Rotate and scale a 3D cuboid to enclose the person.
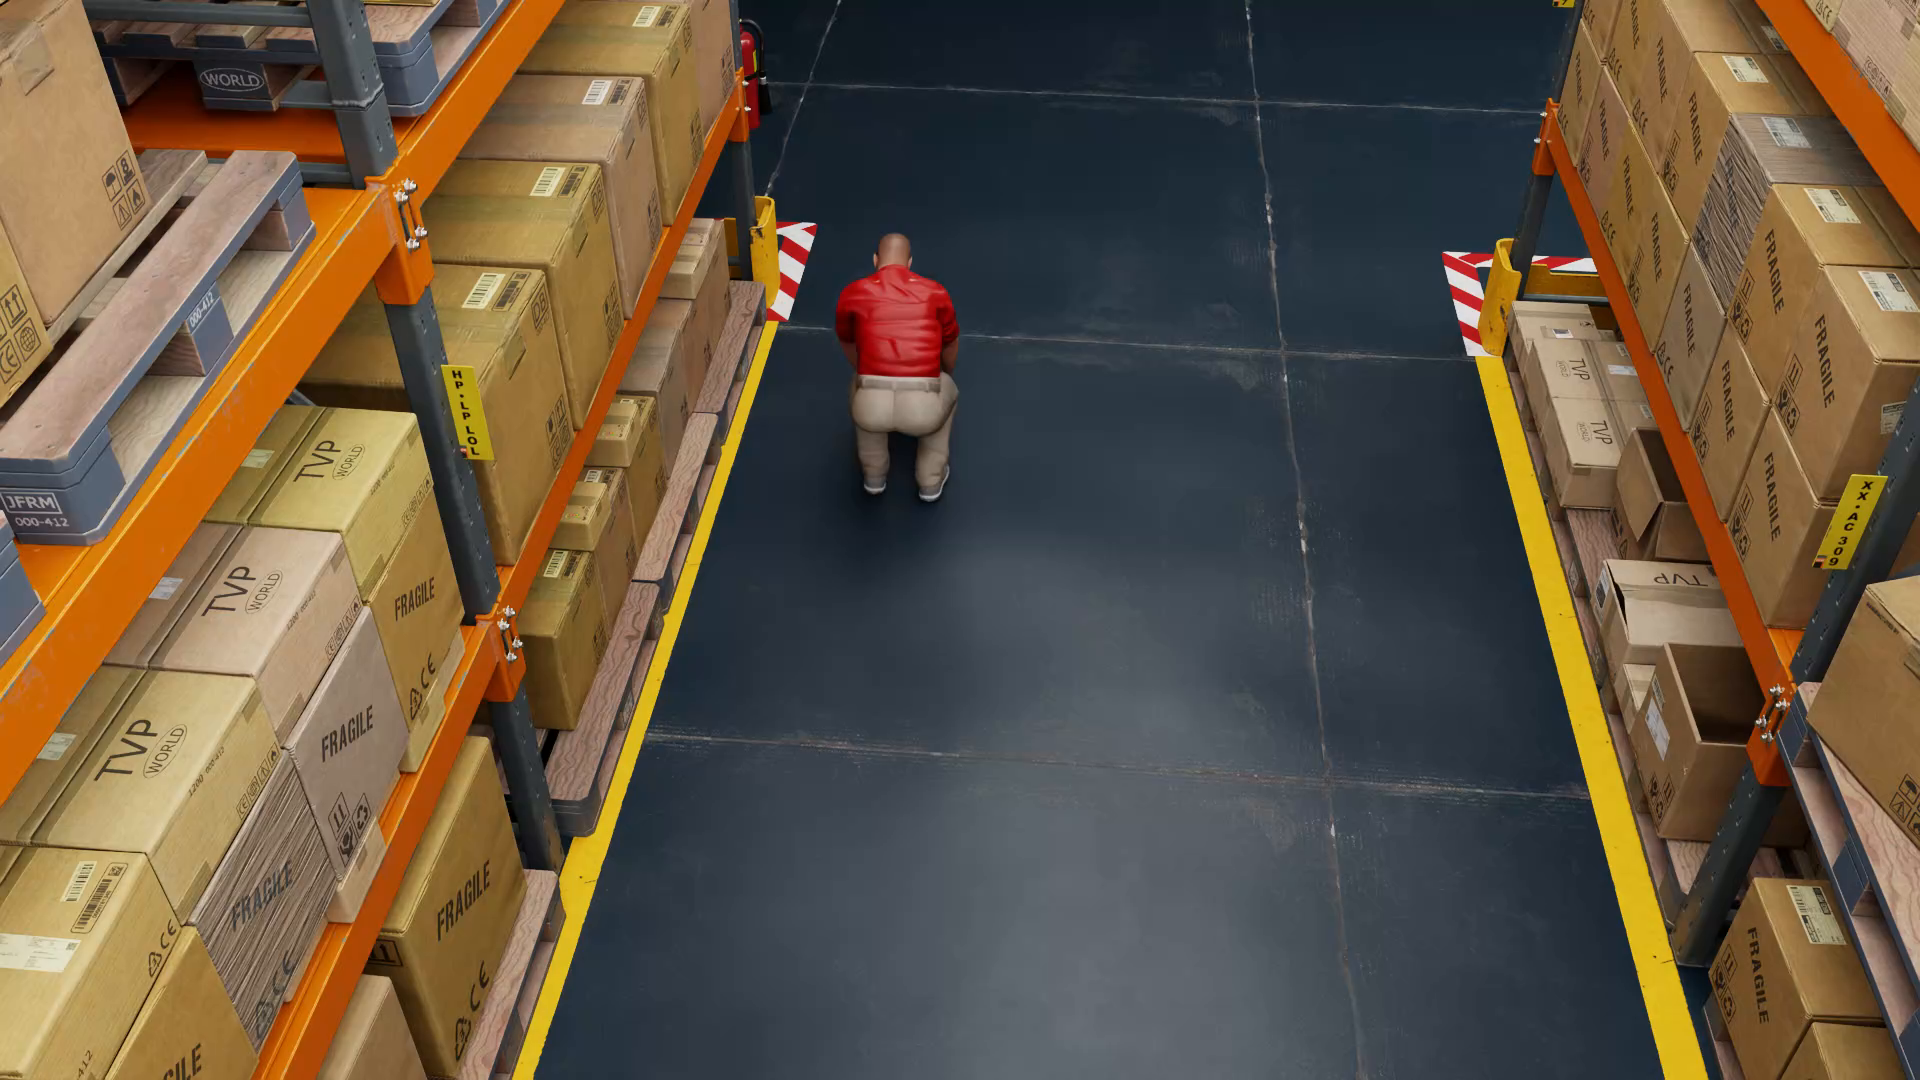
[{"bbox_3d":[-0.294,-0.751,7.630,0.574,1.017,0.776,3,40,4],"label":"person"}]
